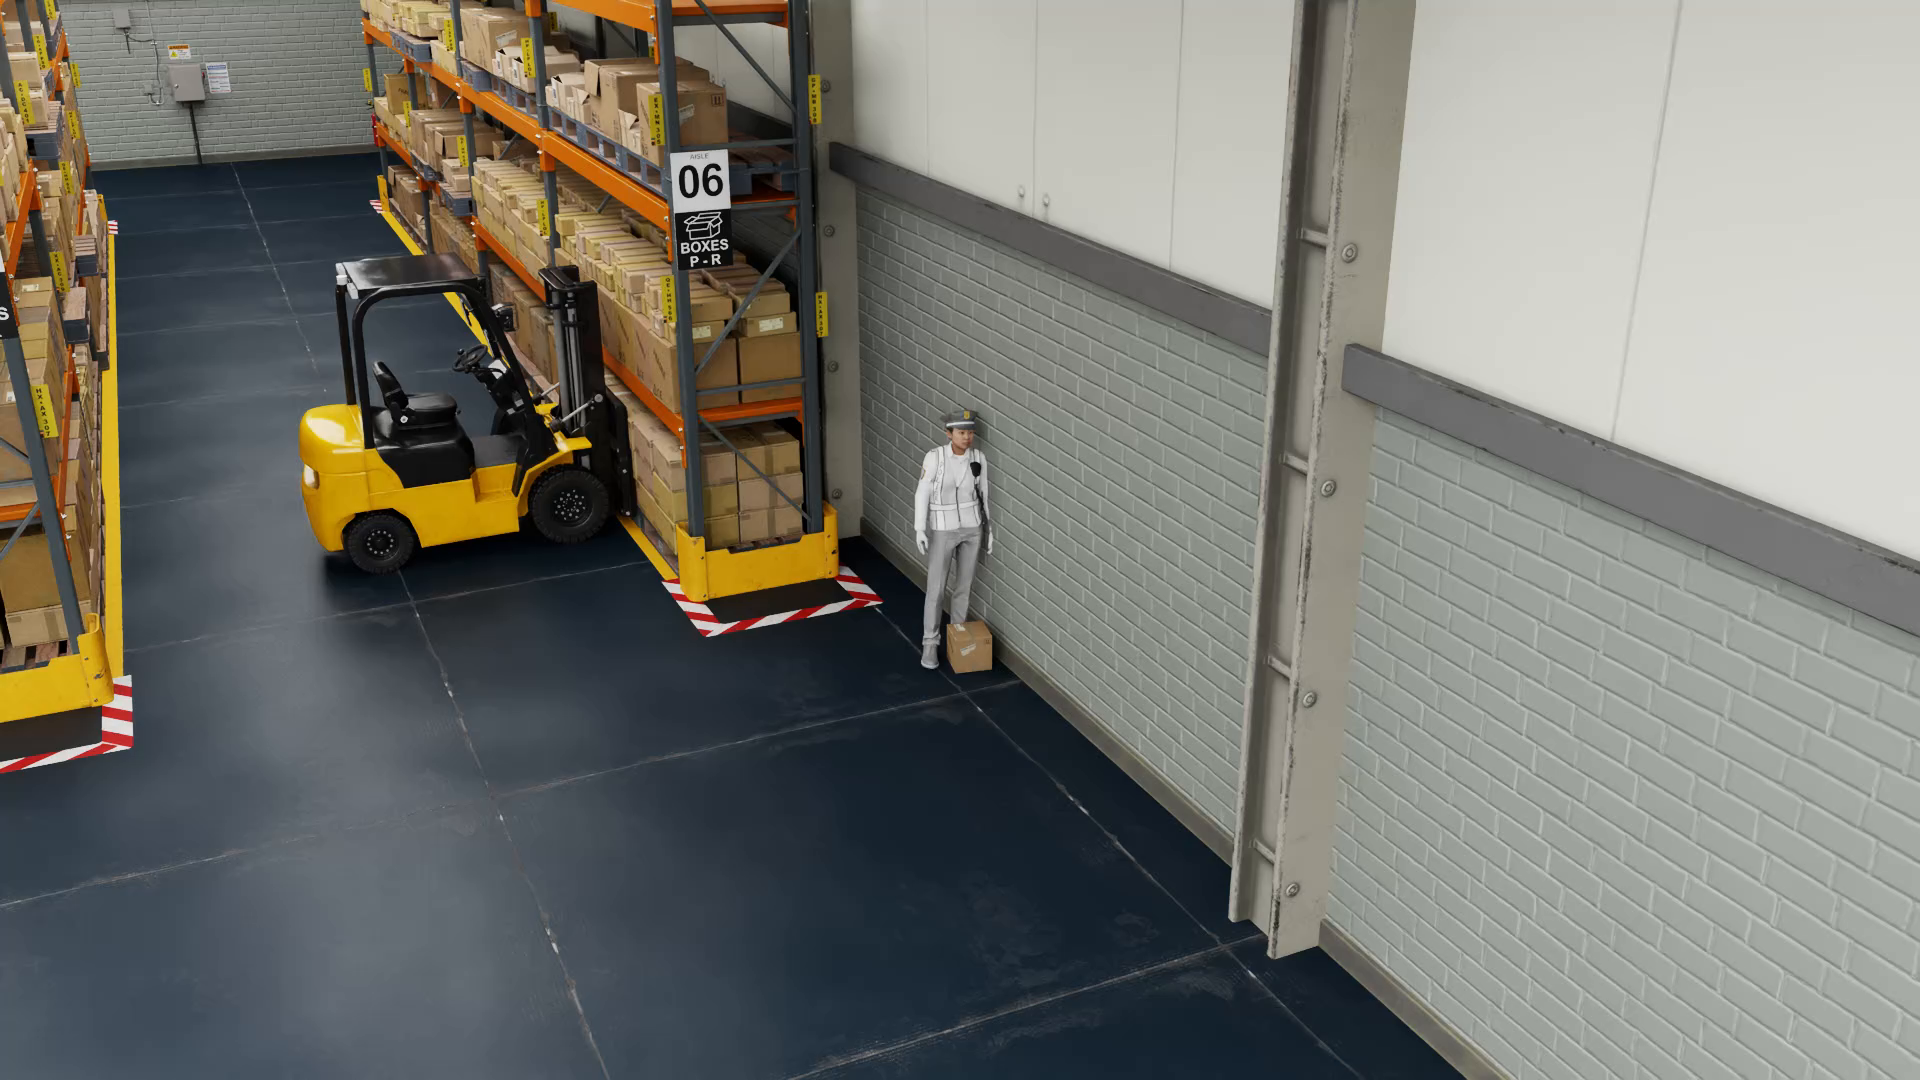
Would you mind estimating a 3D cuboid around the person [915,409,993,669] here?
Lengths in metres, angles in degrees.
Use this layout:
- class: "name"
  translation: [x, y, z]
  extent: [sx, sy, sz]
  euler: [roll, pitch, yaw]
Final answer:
- class: "person"
  translation: [-0.011, -0.035, 11.015]
  extent: [0.587, 1.694, 0.529]
  euler: [-5, 23, -12]
